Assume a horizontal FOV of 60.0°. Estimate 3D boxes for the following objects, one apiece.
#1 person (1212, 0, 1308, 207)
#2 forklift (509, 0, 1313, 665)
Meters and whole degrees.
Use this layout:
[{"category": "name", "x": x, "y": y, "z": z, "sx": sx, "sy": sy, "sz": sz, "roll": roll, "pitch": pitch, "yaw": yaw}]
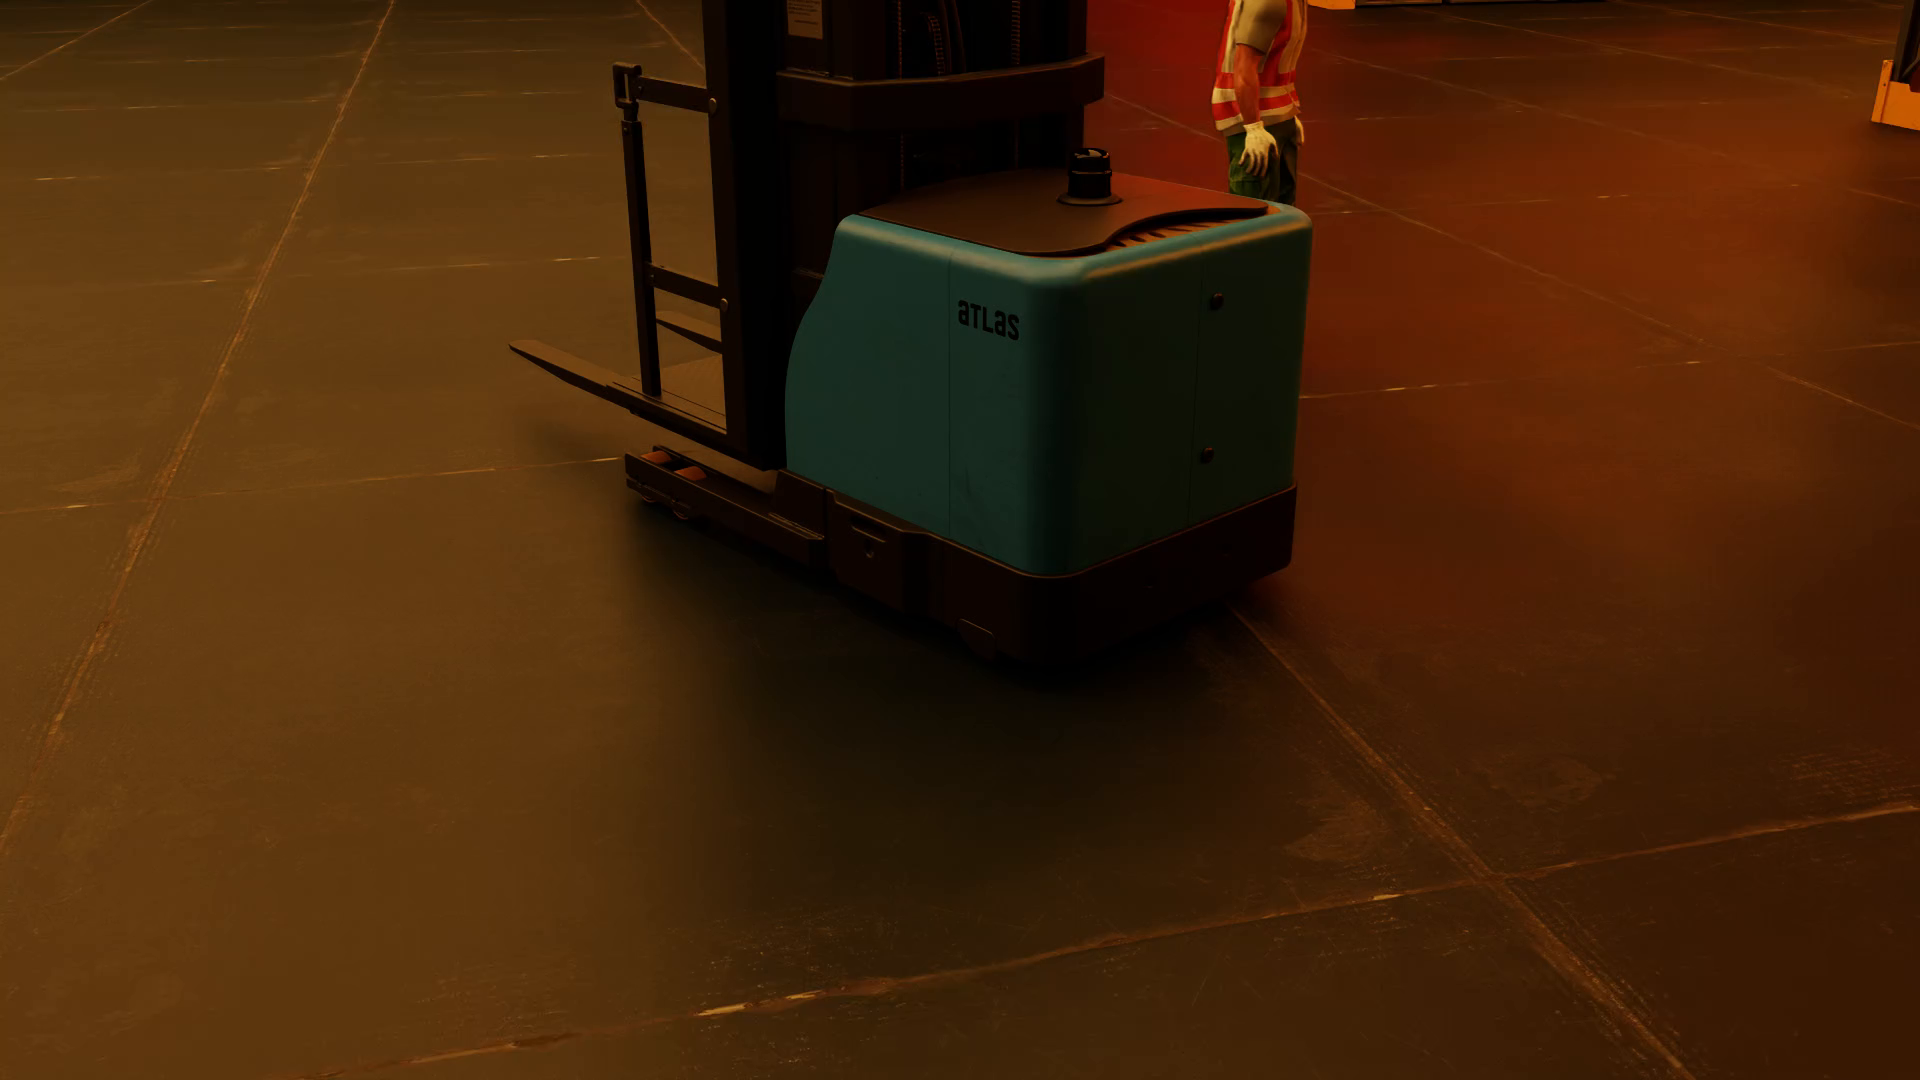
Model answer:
[{"category": "person", "x": 1.244, "y": -1.648, "z": 6.657, "sx": 0.450, "sy": 1.779, "sz": 0.619, "roll": 11, "pitch": 25, "yaw": 23}, {"category": "forklift", "x": -0.421, "y": -1.529, "z": 4.902, "sx": 1.130, "sy": 2.935, "sz": 3.031, "roll": -20, "pitch": 30, "yaw": -38}]
